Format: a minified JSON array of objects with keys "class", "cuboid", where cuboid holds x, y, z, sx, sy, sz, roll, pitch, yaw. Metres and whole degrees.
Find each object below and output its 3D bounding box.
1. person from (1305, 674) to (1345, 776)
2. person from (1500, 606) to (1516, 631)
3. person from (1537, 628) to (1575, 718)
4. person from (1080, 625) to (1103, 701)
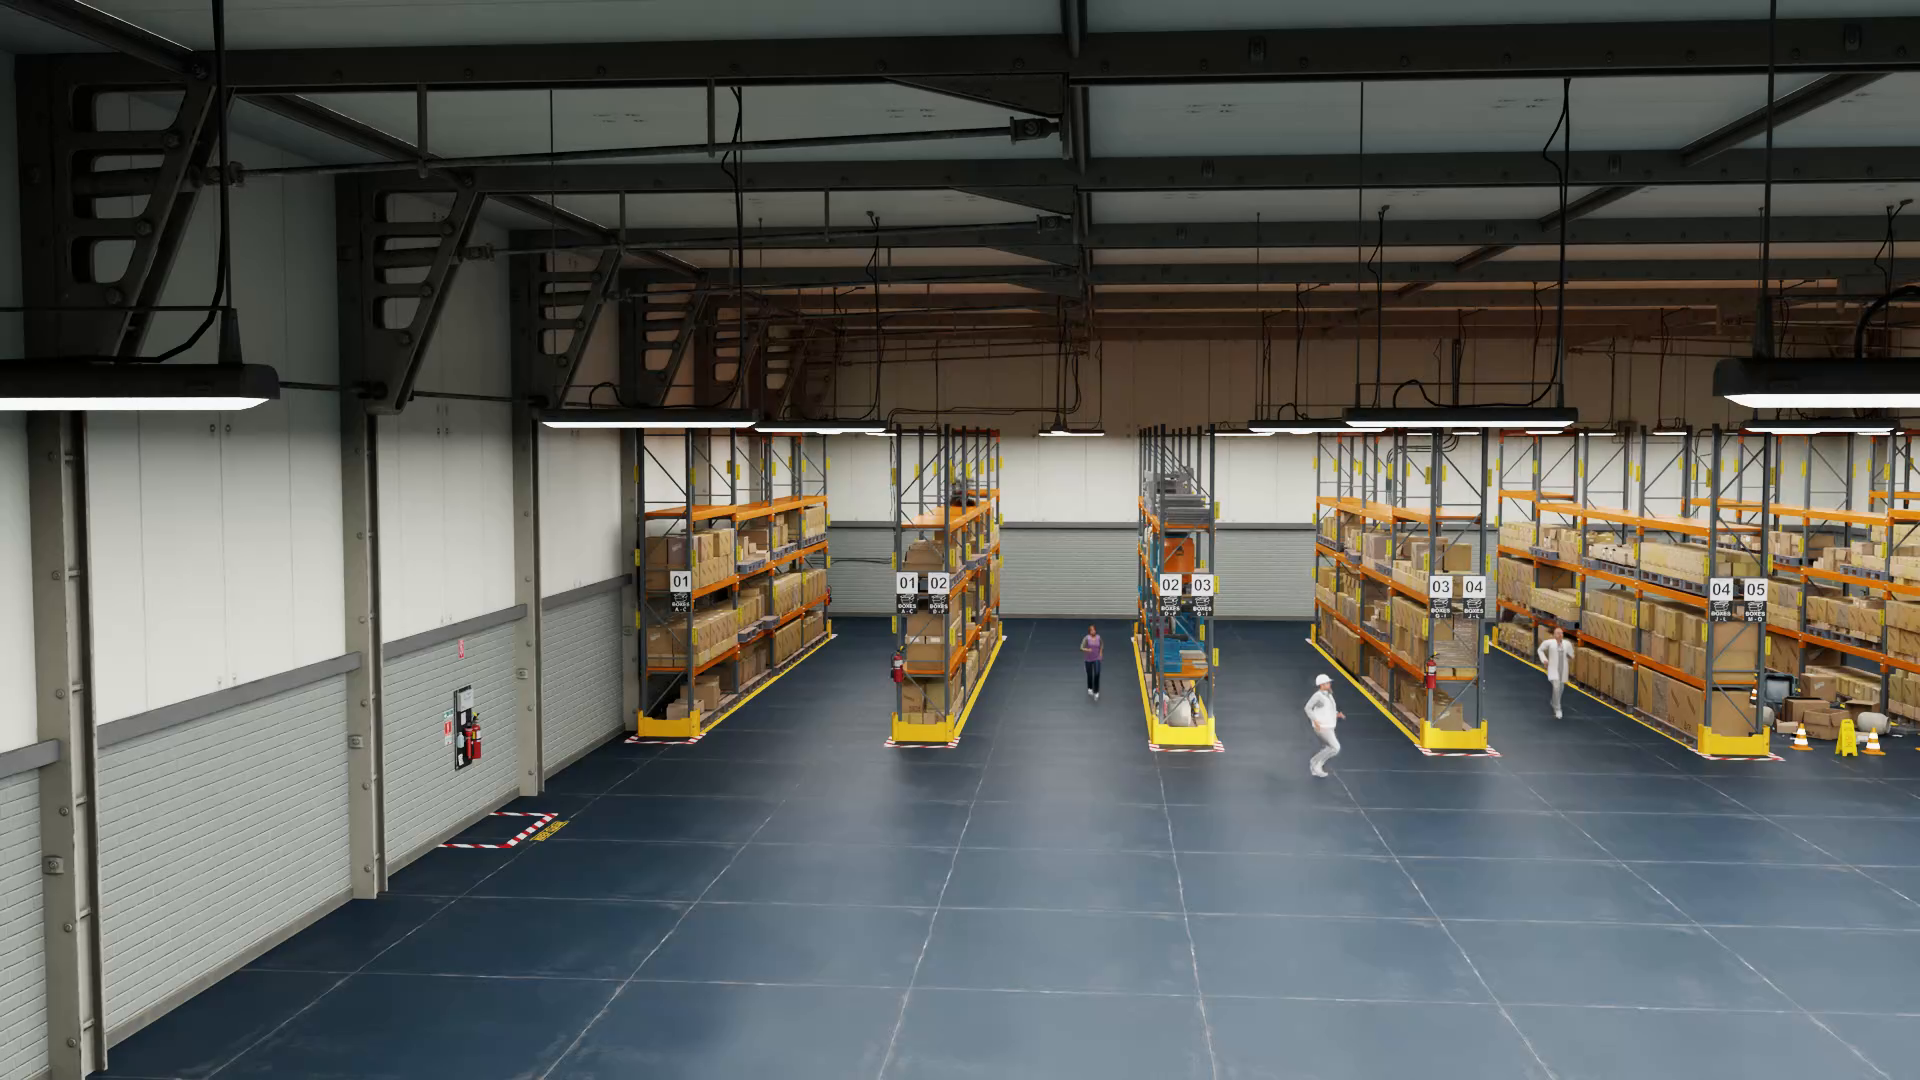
[{"class":"person","cuboid":[6.190,3.139,28.046,0.605,1.731,0.645,2,4,34]},{"class":"person","cuboid":[15.709,2.020,47.351,0.801,1.712,0.698,0,3,1]},{"class":"person","cuboid":[12.385,2.729,34.476,0.694,1.822,0.876,0,3,-1]},{"class":"person","cuboid":[2.907,2.682,36.651,0.528,1.633,0.750,0,3,0]}]
